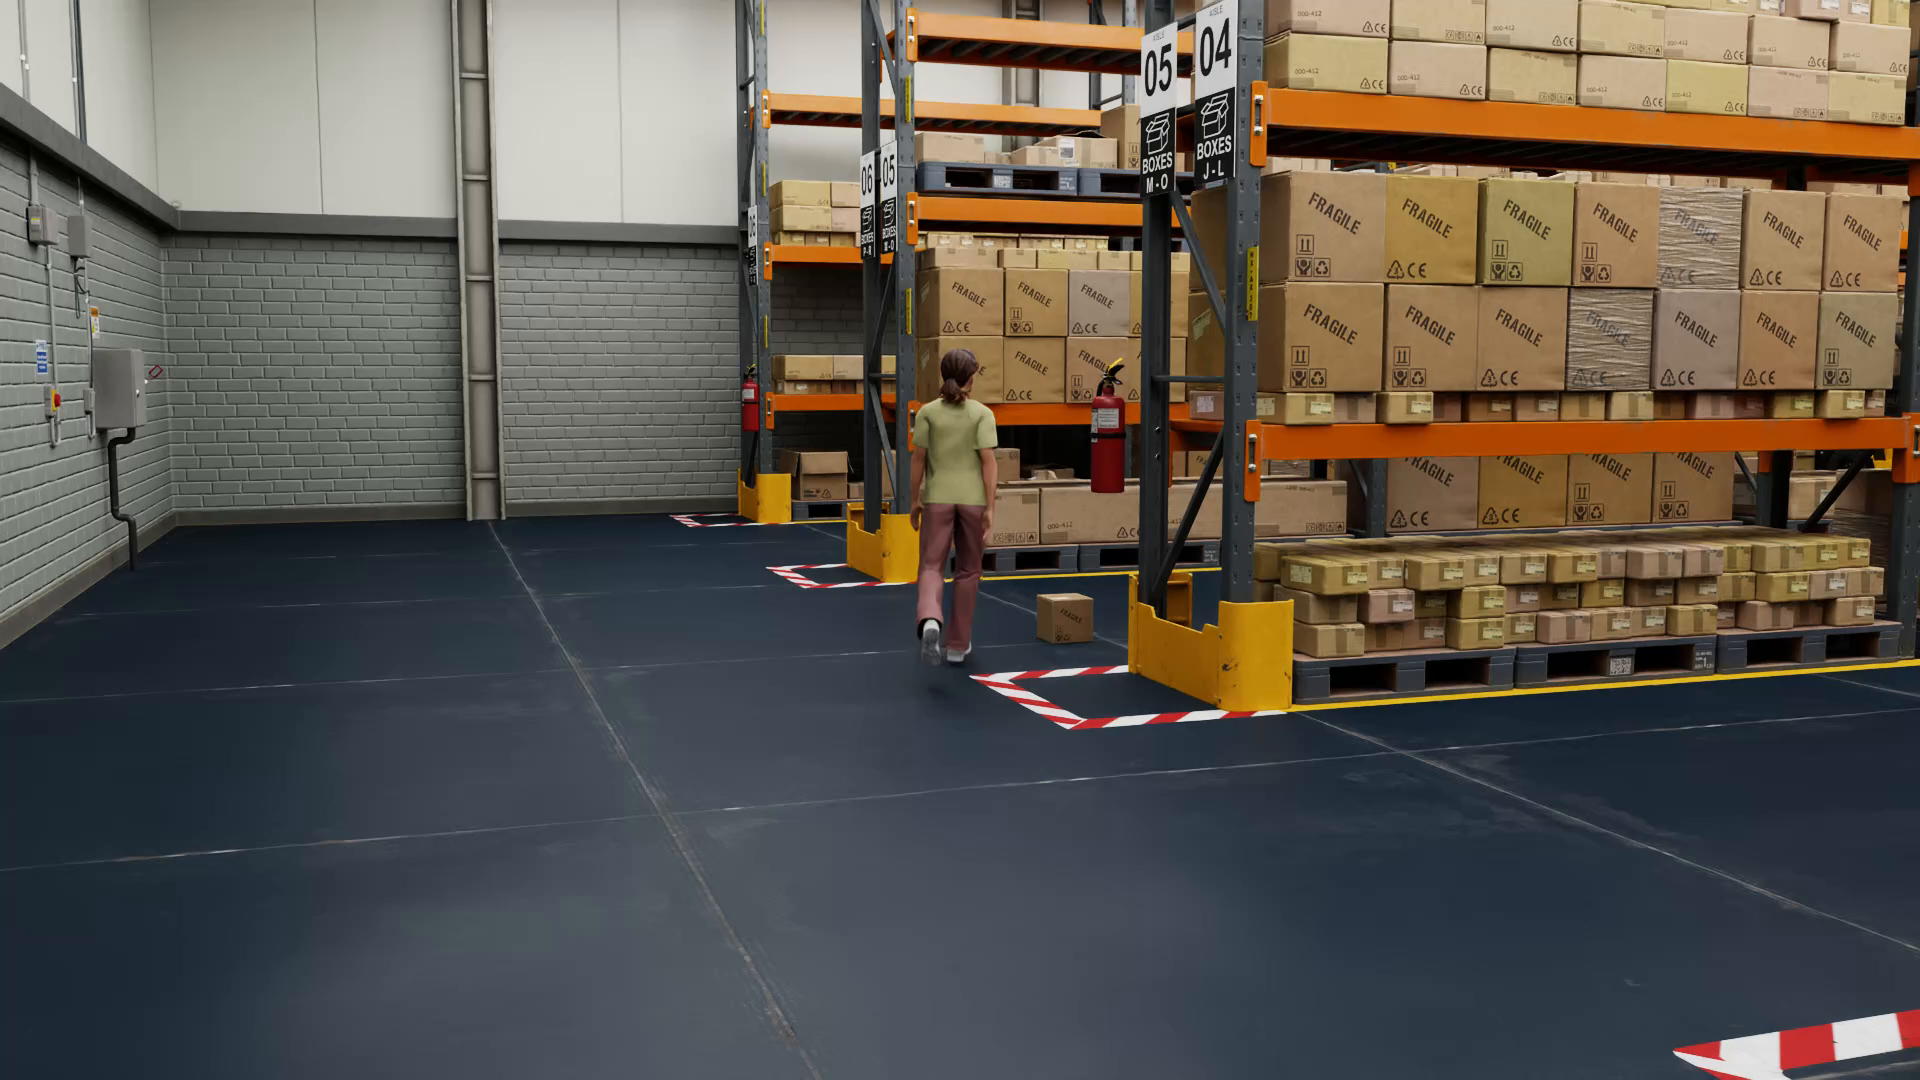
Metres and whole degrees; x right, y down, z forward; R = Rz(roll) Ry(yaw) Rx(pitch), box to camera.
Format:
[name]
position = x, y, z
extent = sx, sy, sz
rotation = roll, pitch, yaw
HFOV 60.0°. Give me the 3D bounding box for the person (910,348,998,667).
[person]
position = -0.037, -0.159, 8.538
extent = 0.469, 1.642, 0.877
rotation = 0, 6, 5
